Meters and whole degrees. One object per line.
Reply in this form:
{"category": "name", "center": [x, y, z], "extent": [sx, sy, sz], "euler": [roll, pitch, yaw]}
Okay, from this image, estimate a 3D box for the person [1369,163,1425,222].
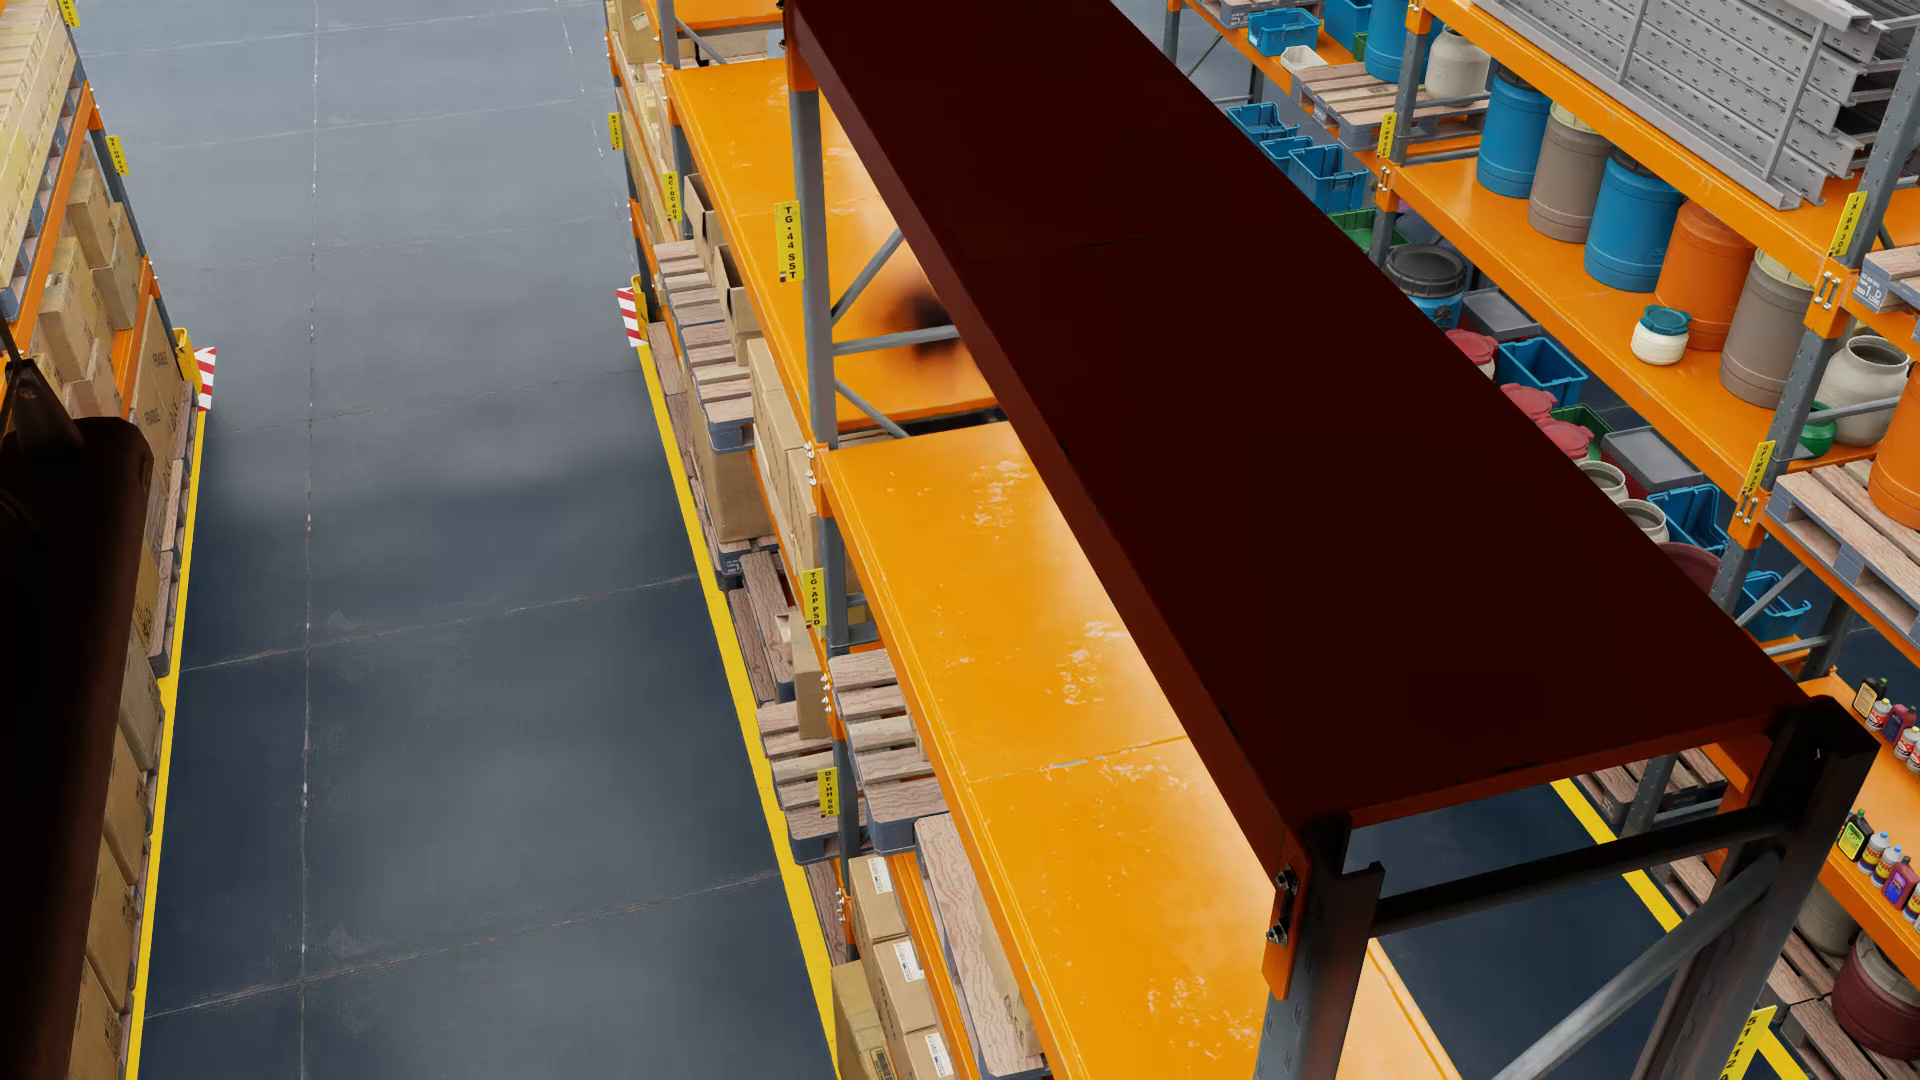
{"category": "person", "center": [4.019, -3.081, 15.424], "extent": [0.545, 1.573, 0.858], "euler": [-14, 41, -17]}
